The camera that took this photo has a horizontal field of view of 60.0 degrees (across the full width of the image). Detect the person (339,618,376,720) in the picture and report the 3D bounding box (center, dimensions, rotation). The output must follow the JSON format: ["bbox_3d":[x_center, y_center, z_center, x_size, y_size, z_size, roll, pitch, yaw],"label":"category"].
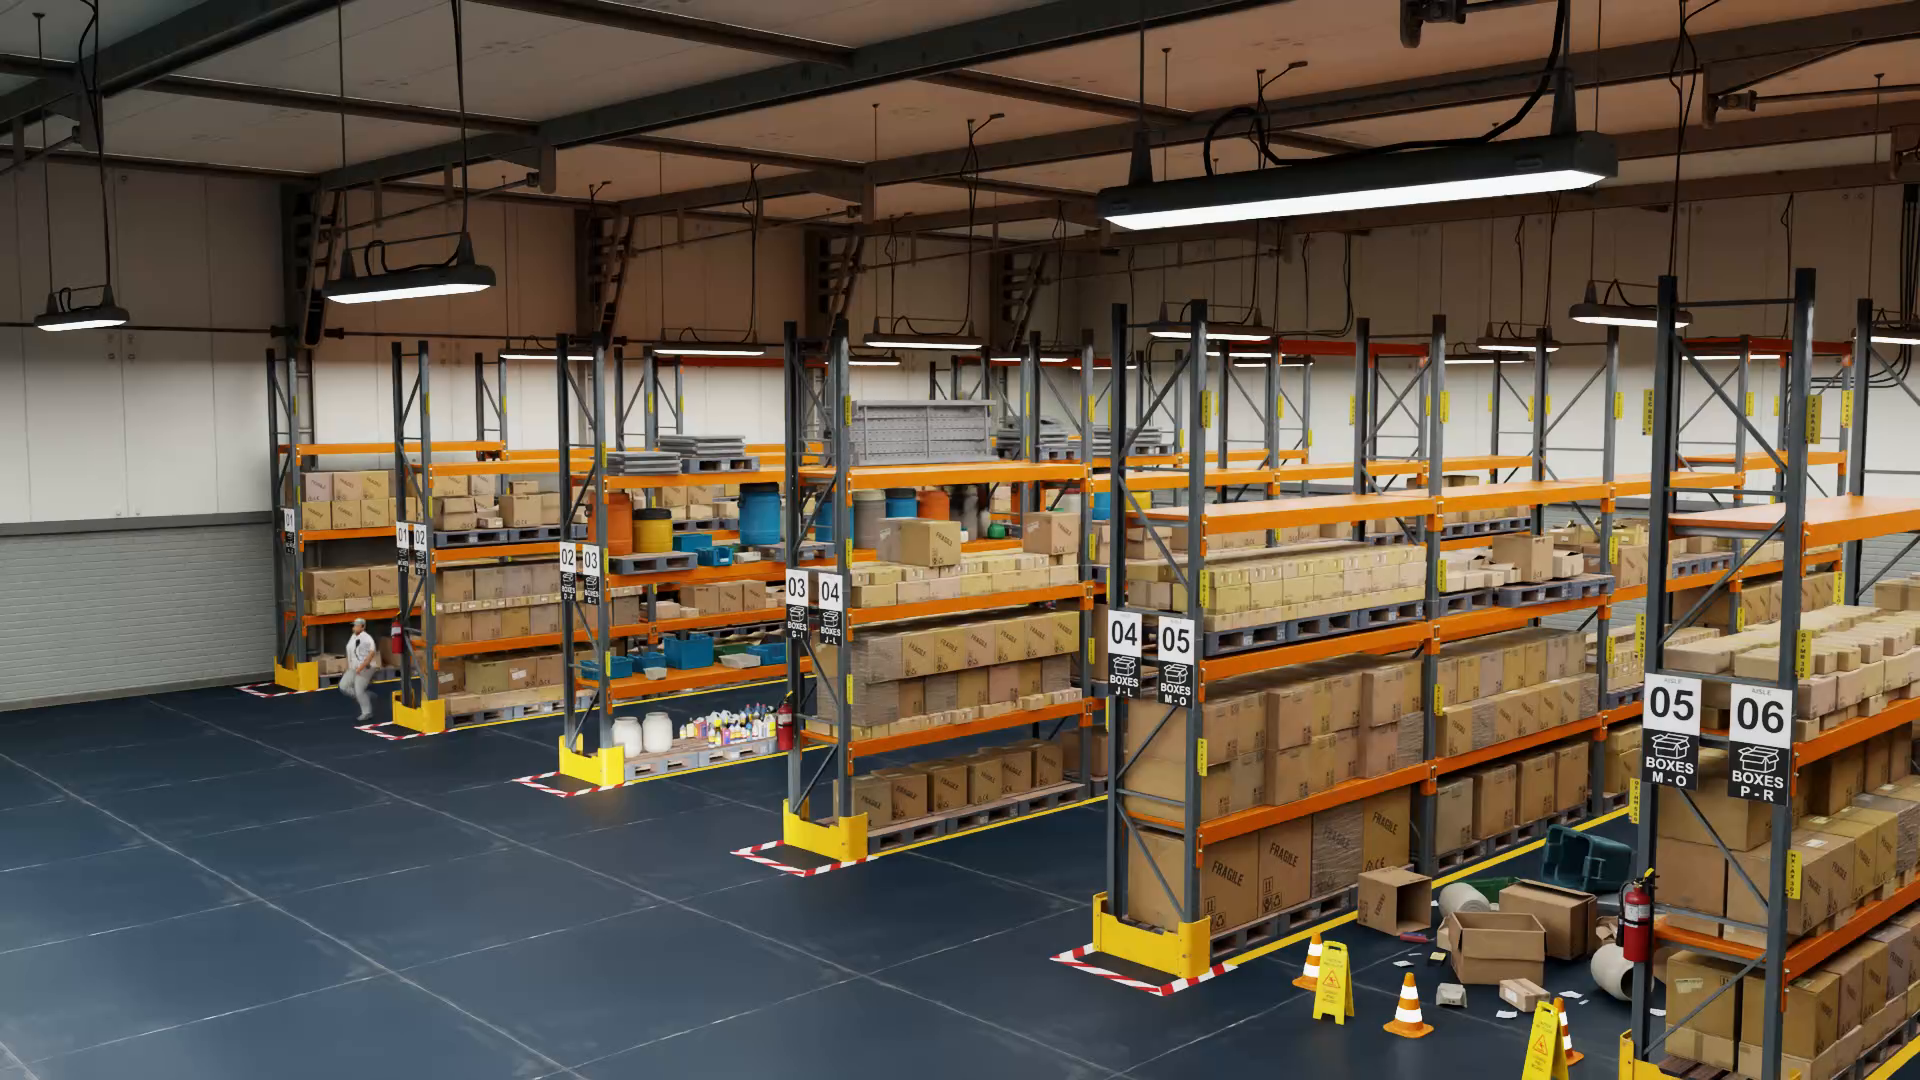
[{"bbox_3d":[-9.632,2.067,26.595,0.634,1.623,0.510,4,6,40],"label":"person"}]

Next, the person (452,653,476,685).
[{"bbox_3d":[-8.464,1.876,28.363,0.615,1.693,0.653,-4,6,-37],"label":"person"}]
